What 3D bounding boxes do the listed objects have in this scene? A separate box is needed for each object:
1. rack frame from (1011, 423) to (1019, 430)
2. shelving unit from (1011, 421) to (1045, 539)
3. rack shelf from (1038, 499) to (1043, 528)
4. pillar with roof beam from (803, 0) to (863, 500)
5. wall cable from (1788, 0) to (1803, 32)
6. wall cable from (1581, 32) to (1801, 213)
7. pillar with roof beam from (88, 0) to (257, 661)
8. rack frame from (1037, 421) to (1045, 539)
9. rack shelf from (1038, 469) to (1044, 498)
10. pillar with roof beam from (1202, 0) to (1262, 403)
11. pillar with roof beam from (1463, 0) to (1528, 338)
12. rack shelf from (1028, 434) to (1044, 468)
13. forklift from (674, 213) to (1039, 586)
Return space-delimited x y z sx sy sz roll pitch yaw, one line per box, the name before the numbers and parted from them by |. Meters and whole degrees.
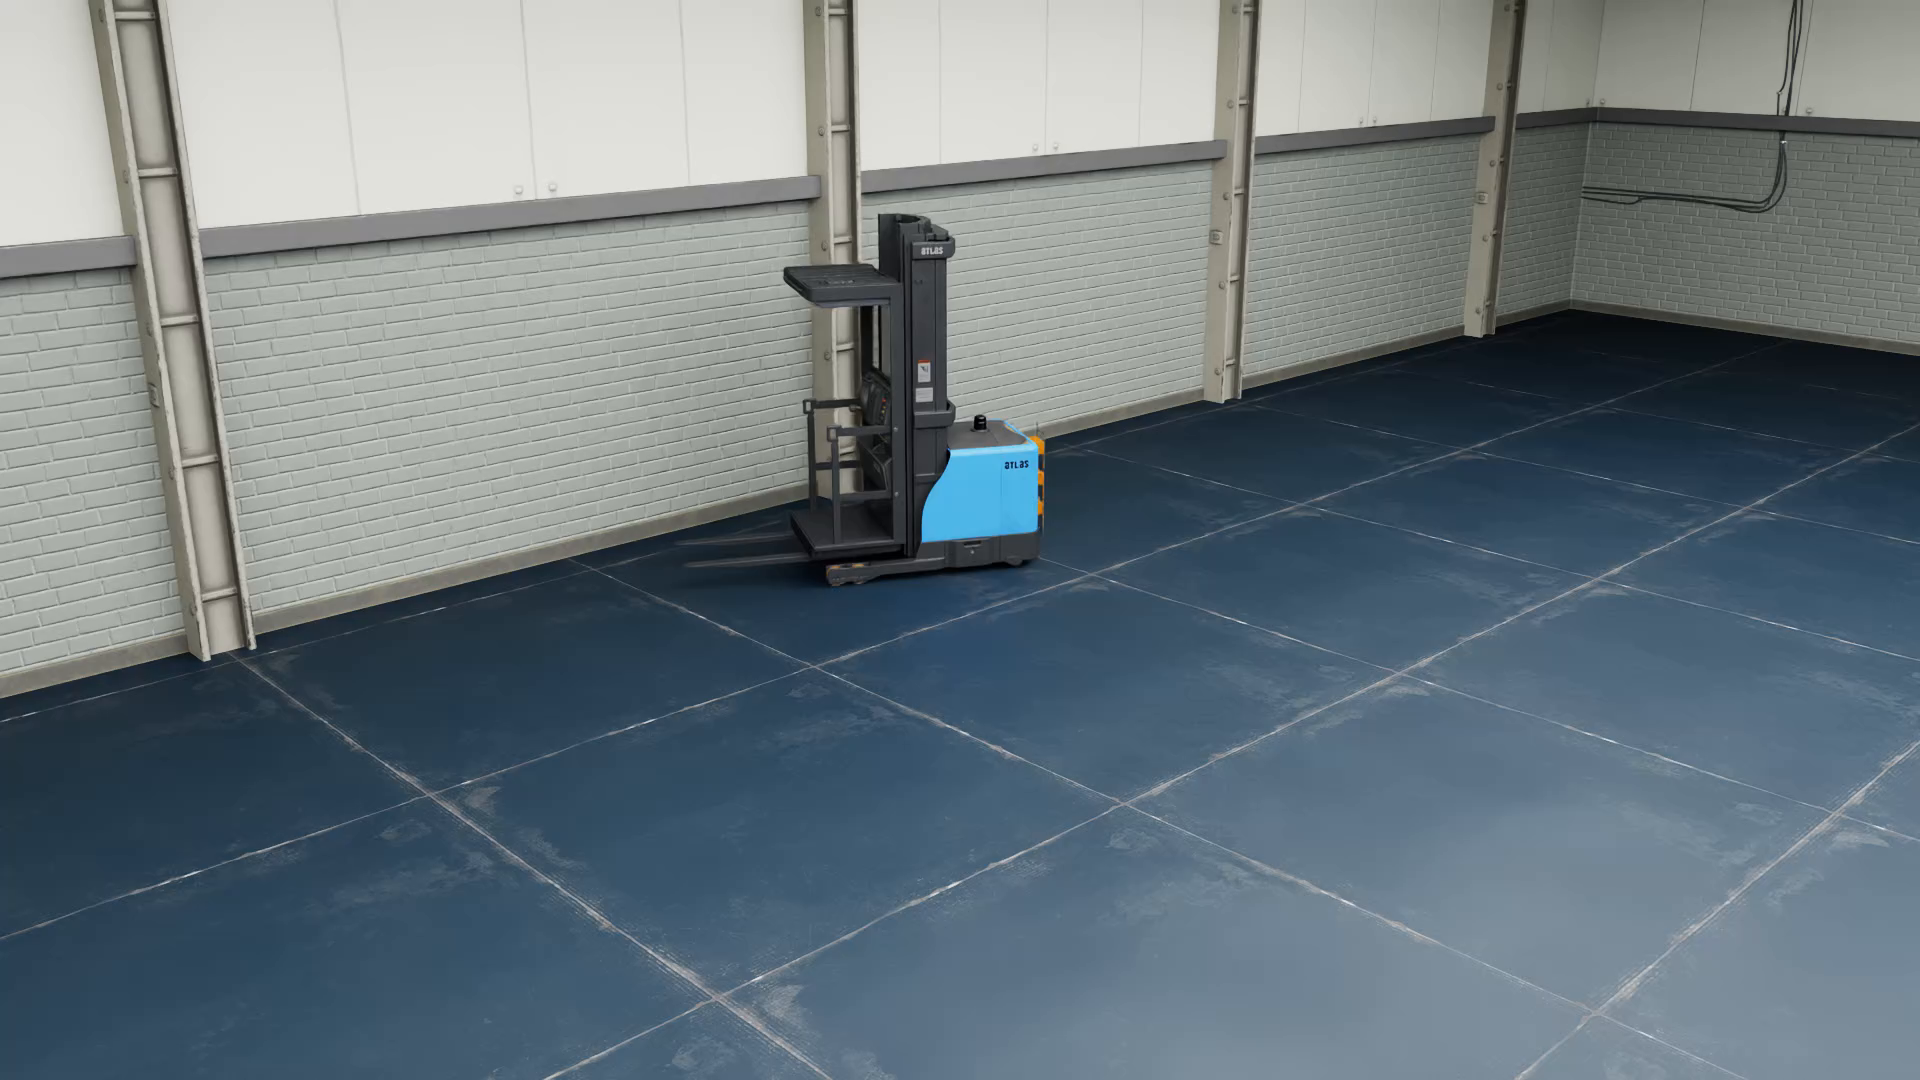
rack frame | 0.486 -0.515 14.870 0.008 1.050 0.200 -5 19 -16
shelving unit | 0.603 -0.525 14.903 0.252 1.050 0.215 -5 19 -16
rack shelf | 0.603 -0.251 14.992 0.240 0.259 0.215 -5 19 -16
pillar with roof beam | 1.790 -3.770 12.021 0.400 9.000 9.100 -16 24 -41
wall cable | 12.460 -7.924 21.681 0.112 2.526 3.097 -16 24 -41
wall cable | 10.601 -6.128 24.329 0.112 2.526 3.097 -16 24 -41
pillar with roof beam | -2.569 -2.498 8.100 0.400 9.000 9.100 -16 24 -41
rack frame | 0.720 -0.536 14.935 0.008 1.050 0.200 -5 19 -16
rack shelf | 0.603 -0.515 14.906 0.240 0.259 0.215 -5 19 -16
pillar with roof beam | 6.150 -5.041 15.942 0.400 9.000 9.100 -16 24 -41
pillar with roof beam | 10.510 -6.312 19.863 0.400 9.000 9.100 -16 24 -41
rack shelf | 0.603 -0.785 14.818 0.240 0.259 0.215 -5 19 -16
forklift | -0.898 -1.193 13.912 3.031 2.935 1.130 -5 19 -16
